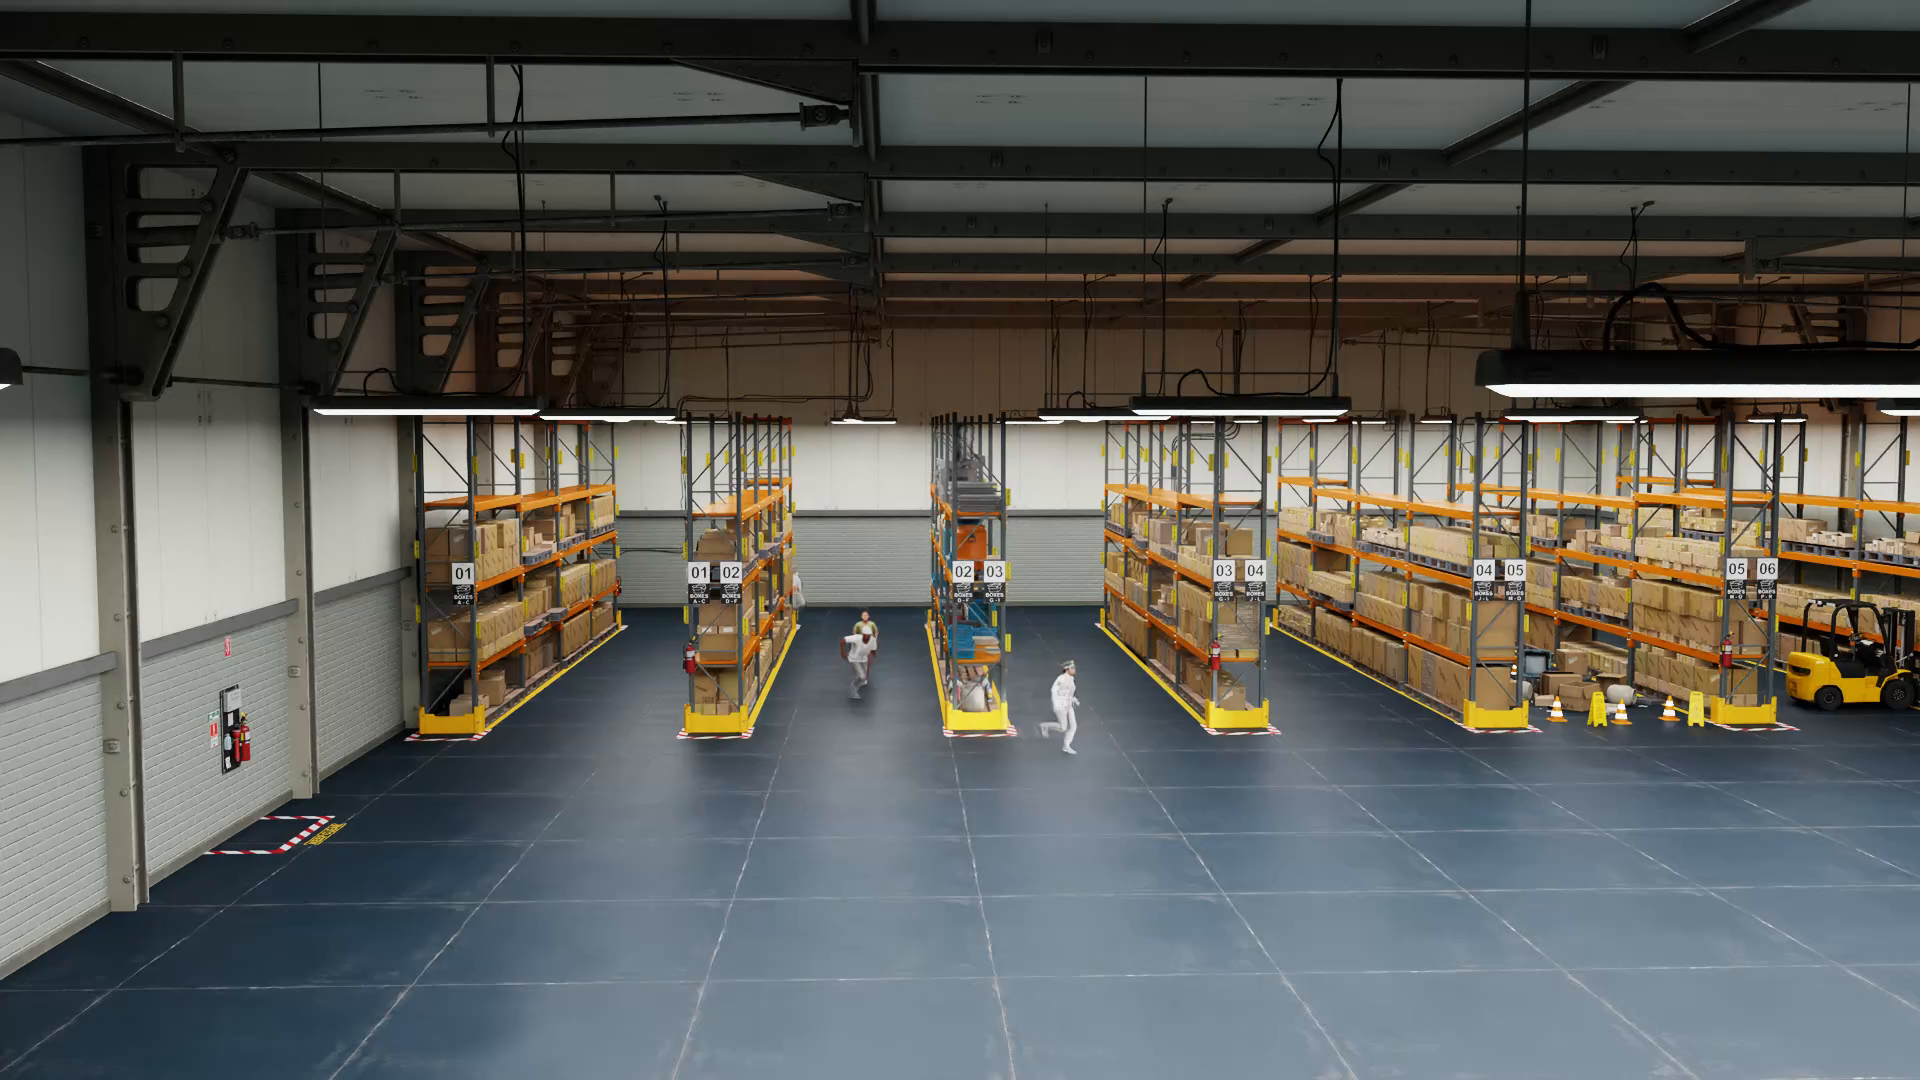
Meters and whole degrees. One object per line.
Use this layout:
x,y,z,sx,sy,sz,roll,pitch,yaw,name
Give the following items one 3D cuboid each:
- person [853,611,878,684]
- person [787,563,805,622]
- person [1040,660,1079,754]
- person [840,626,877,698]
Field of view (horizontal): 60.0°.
-2.098,2.386,37.116,0.570,1.637,0.564,-1,4,-9,person
-4.803,1.546,48.520,0.639,1.753,0.638,3,5,37,person
1.763,2.933,29.320,0.711,1.661,0.640,2,5,32,person
-2.114,2.560,34.697,0.739,1.579,0.899,-3,5,-34,person
